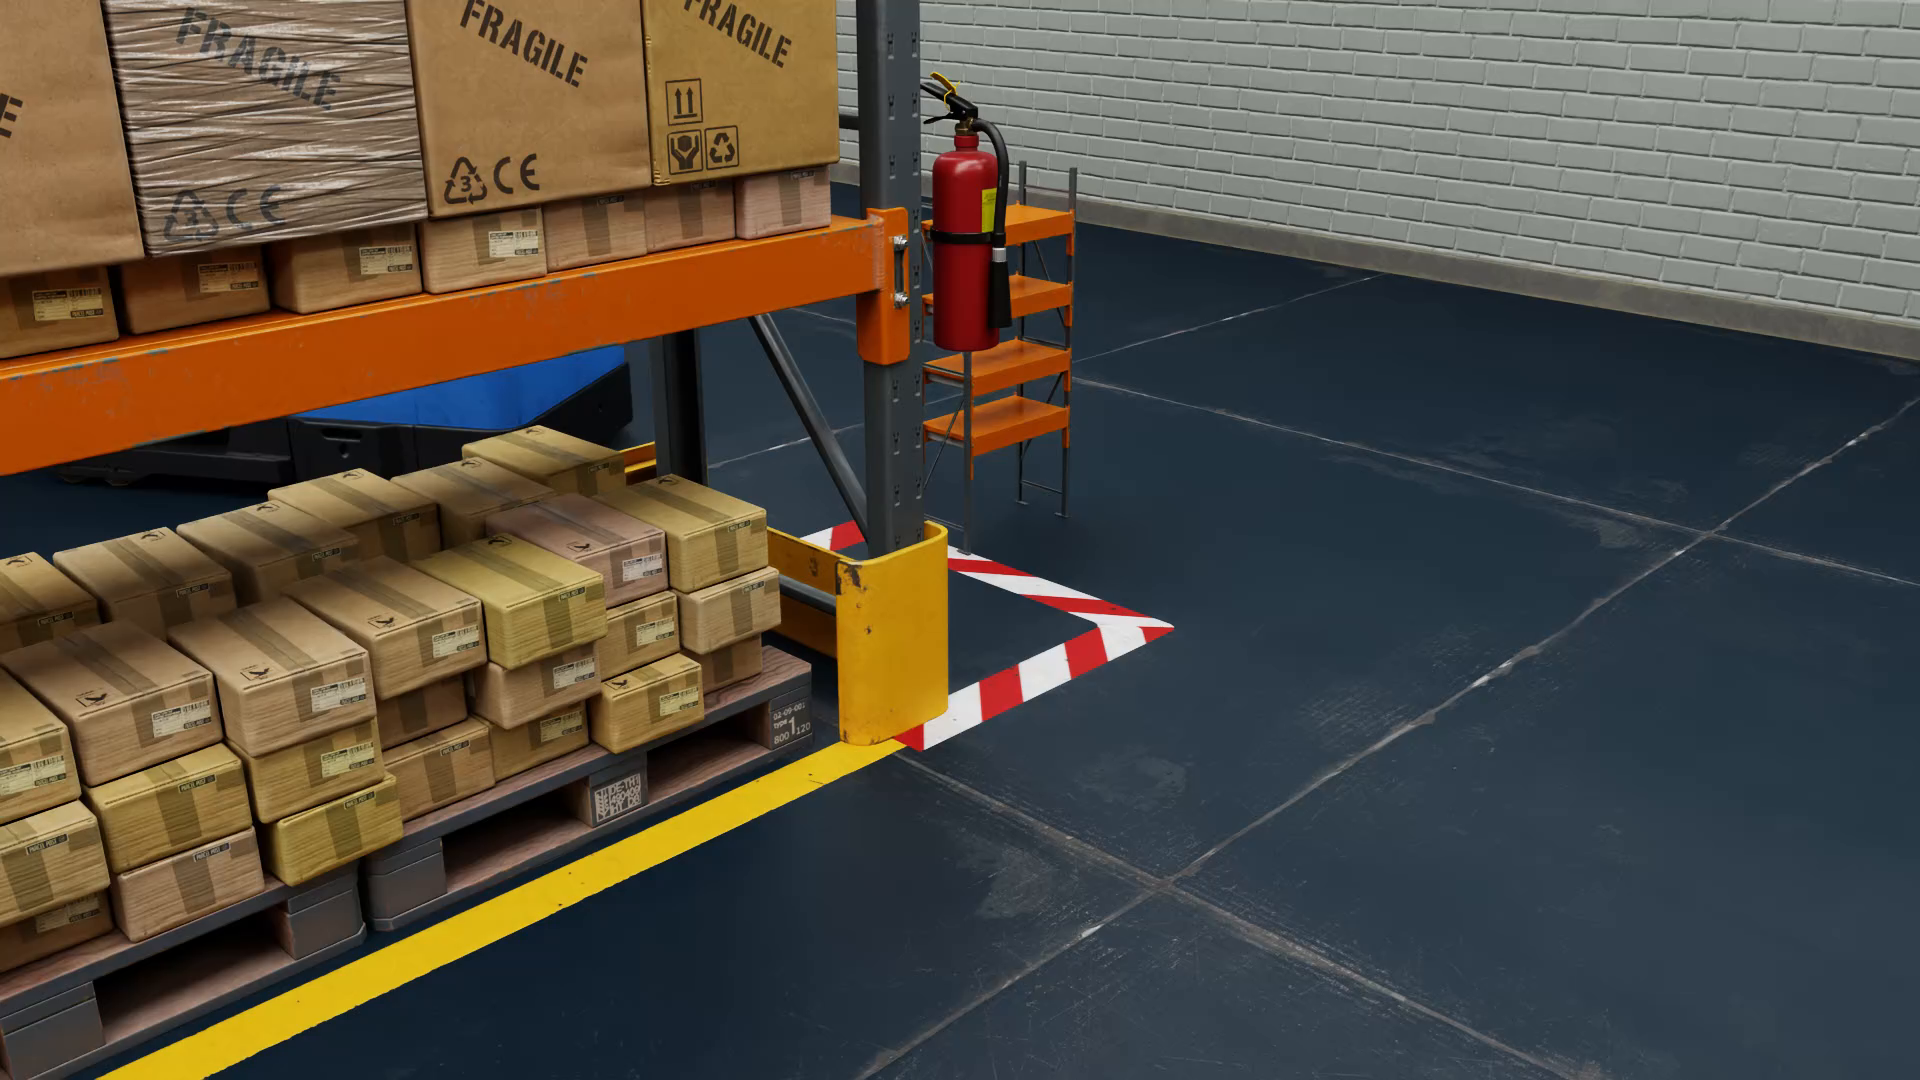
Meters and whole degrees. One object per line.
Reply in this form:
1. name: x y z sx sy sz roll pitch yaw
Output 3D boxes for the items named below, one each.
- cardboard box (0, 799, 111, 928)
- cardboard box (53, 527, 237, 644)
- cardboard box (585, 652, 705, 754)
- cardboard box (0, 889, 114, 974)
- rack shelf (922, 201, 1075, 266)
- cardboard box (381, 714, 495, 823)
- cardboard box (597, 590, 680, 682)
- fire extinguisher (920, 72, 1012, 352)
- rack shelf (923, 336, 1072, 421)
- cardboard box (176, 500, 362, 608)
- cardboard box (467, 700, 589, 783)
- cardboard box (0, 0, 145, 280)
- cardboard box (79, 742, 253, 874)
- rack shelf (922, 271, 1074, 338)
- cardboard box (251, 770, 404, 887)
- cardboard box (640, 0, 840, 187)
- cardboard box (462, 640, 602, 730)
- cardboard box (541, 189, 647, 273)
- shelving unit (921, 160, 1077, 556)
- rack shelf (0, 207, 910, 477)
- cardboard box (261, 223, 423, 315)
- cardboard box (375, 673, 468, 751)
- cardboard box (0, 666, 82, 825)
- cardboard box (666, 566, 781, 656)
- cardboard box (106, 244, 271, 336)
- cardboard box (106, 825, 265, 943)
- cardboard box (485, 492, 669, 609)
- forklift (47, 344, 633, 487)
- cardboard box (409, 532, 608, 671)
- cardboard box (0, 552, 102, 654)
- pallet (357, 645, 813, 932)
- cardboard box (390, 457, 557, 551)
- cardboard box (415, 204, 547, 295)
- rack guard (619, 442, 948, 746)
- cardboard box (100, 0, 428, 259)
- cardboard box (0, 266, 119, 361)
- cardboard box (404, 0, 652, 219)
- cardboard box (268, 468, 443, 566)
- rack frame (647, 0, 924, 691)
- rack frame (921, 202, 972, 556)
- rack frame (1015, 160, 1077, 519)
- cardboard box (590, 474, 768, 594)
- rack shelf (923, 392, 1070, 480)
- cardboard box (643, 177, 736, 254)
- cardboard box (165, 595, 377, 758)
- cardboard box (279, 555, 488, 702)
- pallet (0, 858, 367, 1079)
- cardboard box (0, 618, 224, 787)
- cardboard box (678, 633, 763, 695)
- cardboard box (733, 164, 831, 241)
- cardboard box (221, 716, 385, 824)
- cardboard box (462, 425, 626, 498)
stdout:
1. cardboard box: -1.731 0.535 2.977 0.380 0.149 0.250 20 28 41
2. cardboard box: -1.787 0.116 3.651 0.250 0.149 0.380 -19 28 -40
3. cardboard box: -0.815 0.336 3.908 0.250 0.149 0.380 -19 28 -40
4. cardboard box: -1.792 0.642 3.113 0.250 0.149 0.380 -19 28 -41
5. rack shelf: 0.116 -0.969 5.329 0.258 0.148 0.480 19 28 41
6. cardboard box: -1.224 0.449 3.614 0.380 0.149 0.250 20 28 41
7. cardboard box: -0.875 0.179 3.902 0.380 0.149 0.250 18 28 39
8. fire extinguisher: 0.016 -0.817 4.146 0.296 0.674 0.183 19 28 41
9. rack shelf: 0.116 -0.540 5.494 0.258 0.148 0.480 19 28 41
10. cardboard box: -1.586 0.047 3.830 0.380 0.149 0.250 18 27 38
11. cardboard box: -1.061 0.382 3.787 0.380 0.149 0.250 19 28 40
12. cardboard box: -1.684 -0.694 2.645 0.500 0.500 0.500 -18 28 -39
13. cardboard box: -1.559 0.457 3.179 0.250 0.149 0.380 -18 28 -39
14. rack shelf: 0.116 -0.749 5.414 0.258 0.148 0.480 19 28 41
15. cardboard box: -1.357 0.530 3.402 0.380 0.149 0.250 18 27 38
16. cardboard box: -0.619 -1.083 3.658 0.500 0.500 0.500 -19 28 -41
17. cardboard box: -1.015 0.259 3.693 0.380 0.149 0.250 18 27 39
18. cardboard box: -0.880 -0.683 3.521 0.380 0.149 0.250 19 28 40
19. shelving unit: 0.116 -0.603 5.470 0.258 1.200 0.503 19 28 41
20. rack shelf: -1.885 -0.228 2.989 1.077 0.370 4.000 19 28 41
21. cardboard box: -1.246 -0.551 3.178 0.380 0.149 0.250 18 27 38
22. cardboard box: -1.276 0.303 3.580 0.380 0.149 0.250 19 28 40
23. cardboard box: -1.783 0.375 2.976 0.380 0.149 0.250 19 28 41
24. cardboard box: -0.654 0.125 4.042 0.380 0.149 0.250 18 28 39
25. cardboard box: -1.477 -0.497 3.037 0.380 0.149 0.250 18 27 38
26. cardboard box: -1.562 0.595 3.233 0.250 0.149 0.380 -20 28 -41
27. cardboard box: -0.894 0.029 3.877 0.250 0.149 0.380 -20 28 -41
28. forklift: -2.873 -1.742 6.021 3.031 2.935 1.130 5 22 12
29. cardboard box: -0.984 0.127 3.621 0.380 0.149 0.250 18 28 39
30. cardboard box: -2.003 0.172 3.505 0.250 0.149 0.380 -20 28 -41
31. pallet: -1.135 0.443 4.127 1.003 0.211 1.213 19 28 41
32. cardboard box: -1.205 -0.070 4.135 0.250 0.149 0.380 -20 28 -41
33. cardboard box: -1.041 -0.612 3.335 0.250 0.149 0.380 -19 28 -41
34. rack guard: -0.543 0.109 4.595 1.175 0.500 0.348 19 28 41
35. cardboard box: -1.329 -0.820 2.972 0.500 0.500 0.500 19 28 41
36. cardboard box: -1.650 -0.425 2.848 0.250 0.149 0.380 -20 28 -41
37. cardboard box: -0.982 -0.952 3.317 0.500 0.500 0.500 19 28 40
38. cardboard box: -1.473 -0.037 4.050 0.380 0.149 0.250 19 28 40
39. rack frame: -0.490 -1.078 4.198 1.000 3.000 0.127 19 28 41
40. rack frame: -0.055 -0.540 5.307 0.240 1.200 0.015 19 28 41
41. rack frame: 0.286 -0.665 5.633 0.240 1.200 0.015 19 28 41
42. cardboard box: -0.678 -0.021 4.008 0.380 0.149 0.250 20 28 41
43. rack shelf: 0.116 -0.355 5.565 0.258 0.148 0.480 19 28 41
44. cardboard box: -0.715 -0.751 3.699 0.380 0.149 0.250 19 28 41
45. cardboard box: -1.357 0.261 3.274 0.250 0.149 0.380 -19 28 -40
46. cardboard box: -1.210 0.178 3.490 0.380 0.149 0.250 18 27 39
47. pallet: -1.986 0.755 3.315 1.003 0.211 1.213 19 28 41
48. cardboard box: -1.621 0.301 3.170 0.380 0.149 0.250 18 27 39
49. cardboard box: -0.708 0.244 4.146 0.250 0.149 0.380 -20 28 -41
50. cardboard box: -0.515 -0.806 3.841 0.380 0.149 0.250 19 28 41
51. cardboard box: -1.367 0.396 3.338 0.250 0.149 0.380 -20 28 -41
52. cardboard box: -1.099 -0.171 4.398 0.380 0.149 0.250 18 27 38
